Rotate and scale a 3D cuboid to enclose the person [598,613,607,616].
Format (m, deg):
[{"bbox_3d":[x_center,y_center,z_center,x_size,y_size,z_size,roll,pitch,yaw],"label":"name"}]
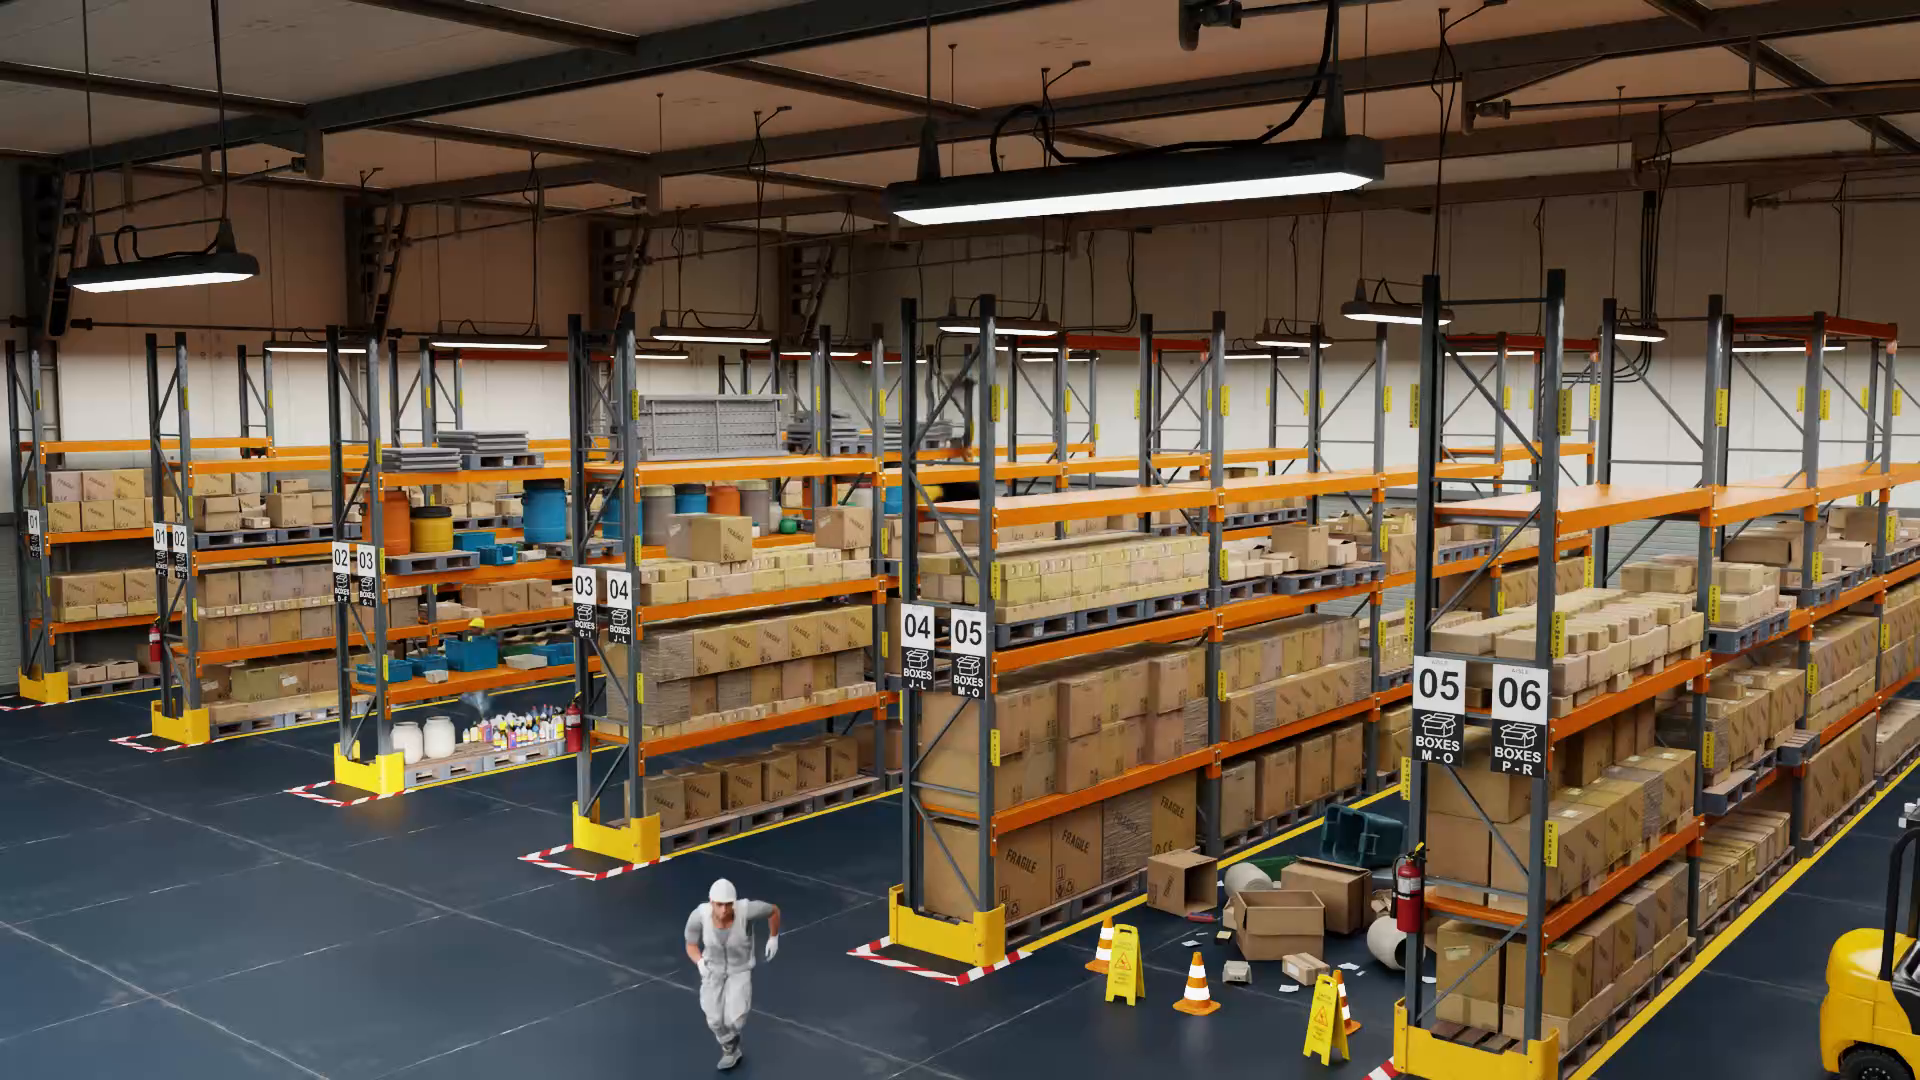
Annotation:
[{"bbox_3d":[-7.405,1.245,34.612,0.561,1.618,0.562,4,7,38],"label":"person"}]

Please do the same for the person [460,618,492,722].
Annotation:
[{"bbox_3d":[-7.341,2.032,25.270,0.696,1.713,0.623,3,6,27],"label":"person"}]

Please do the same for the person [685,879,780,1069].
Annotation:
[{"bbox_3d":[-1.695,3.255,12.420,0.695,1.600,0.830,0,5,-3],"label":"person"}]
